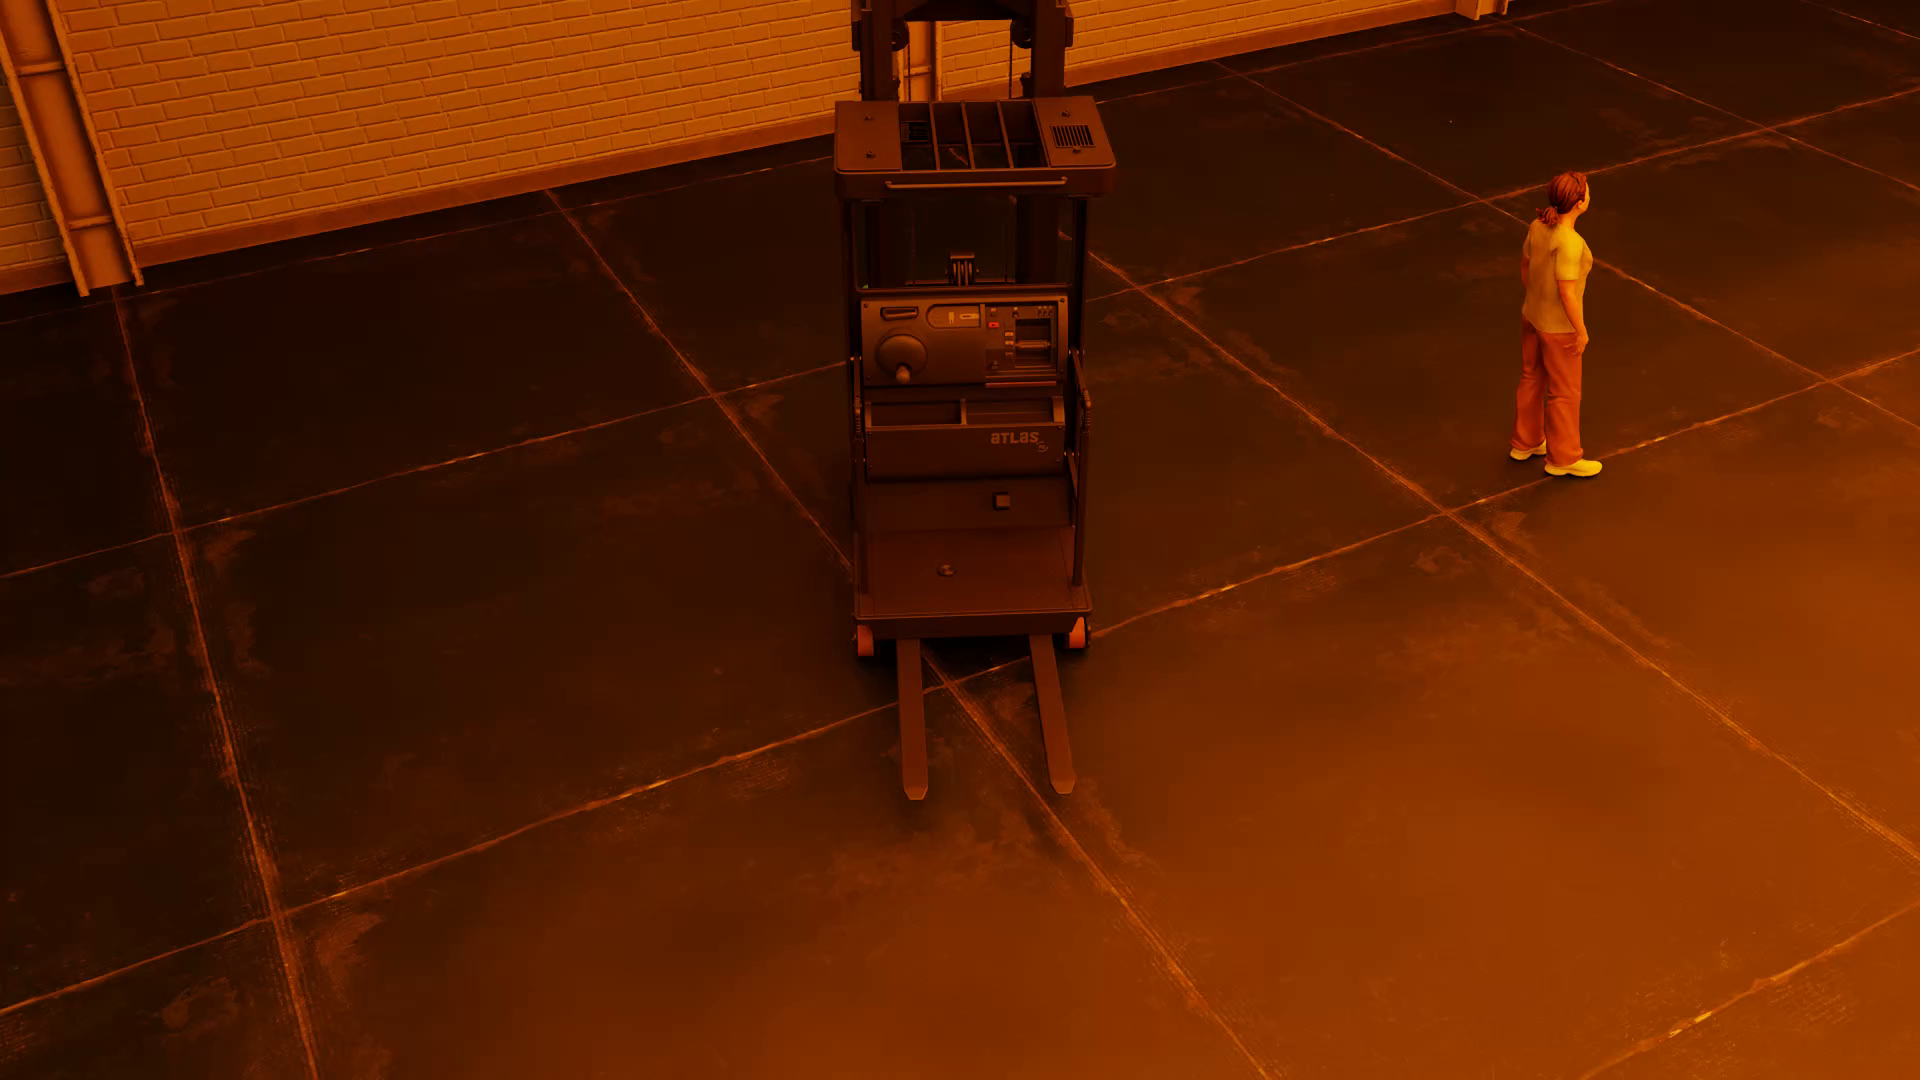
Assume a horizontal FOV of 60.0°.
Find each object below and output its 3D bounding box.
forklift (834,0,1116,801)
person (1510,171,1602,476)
[{"bbox_3d":[0.036,-0.839,7.309,1.130,2.935,3.031,-2,35,-3],"label":"forklift"},{"bbox_3d":[3.213,-1.159,8.837,0.549,1.675,0.553,-7,36,-10],"label":"person"}]
